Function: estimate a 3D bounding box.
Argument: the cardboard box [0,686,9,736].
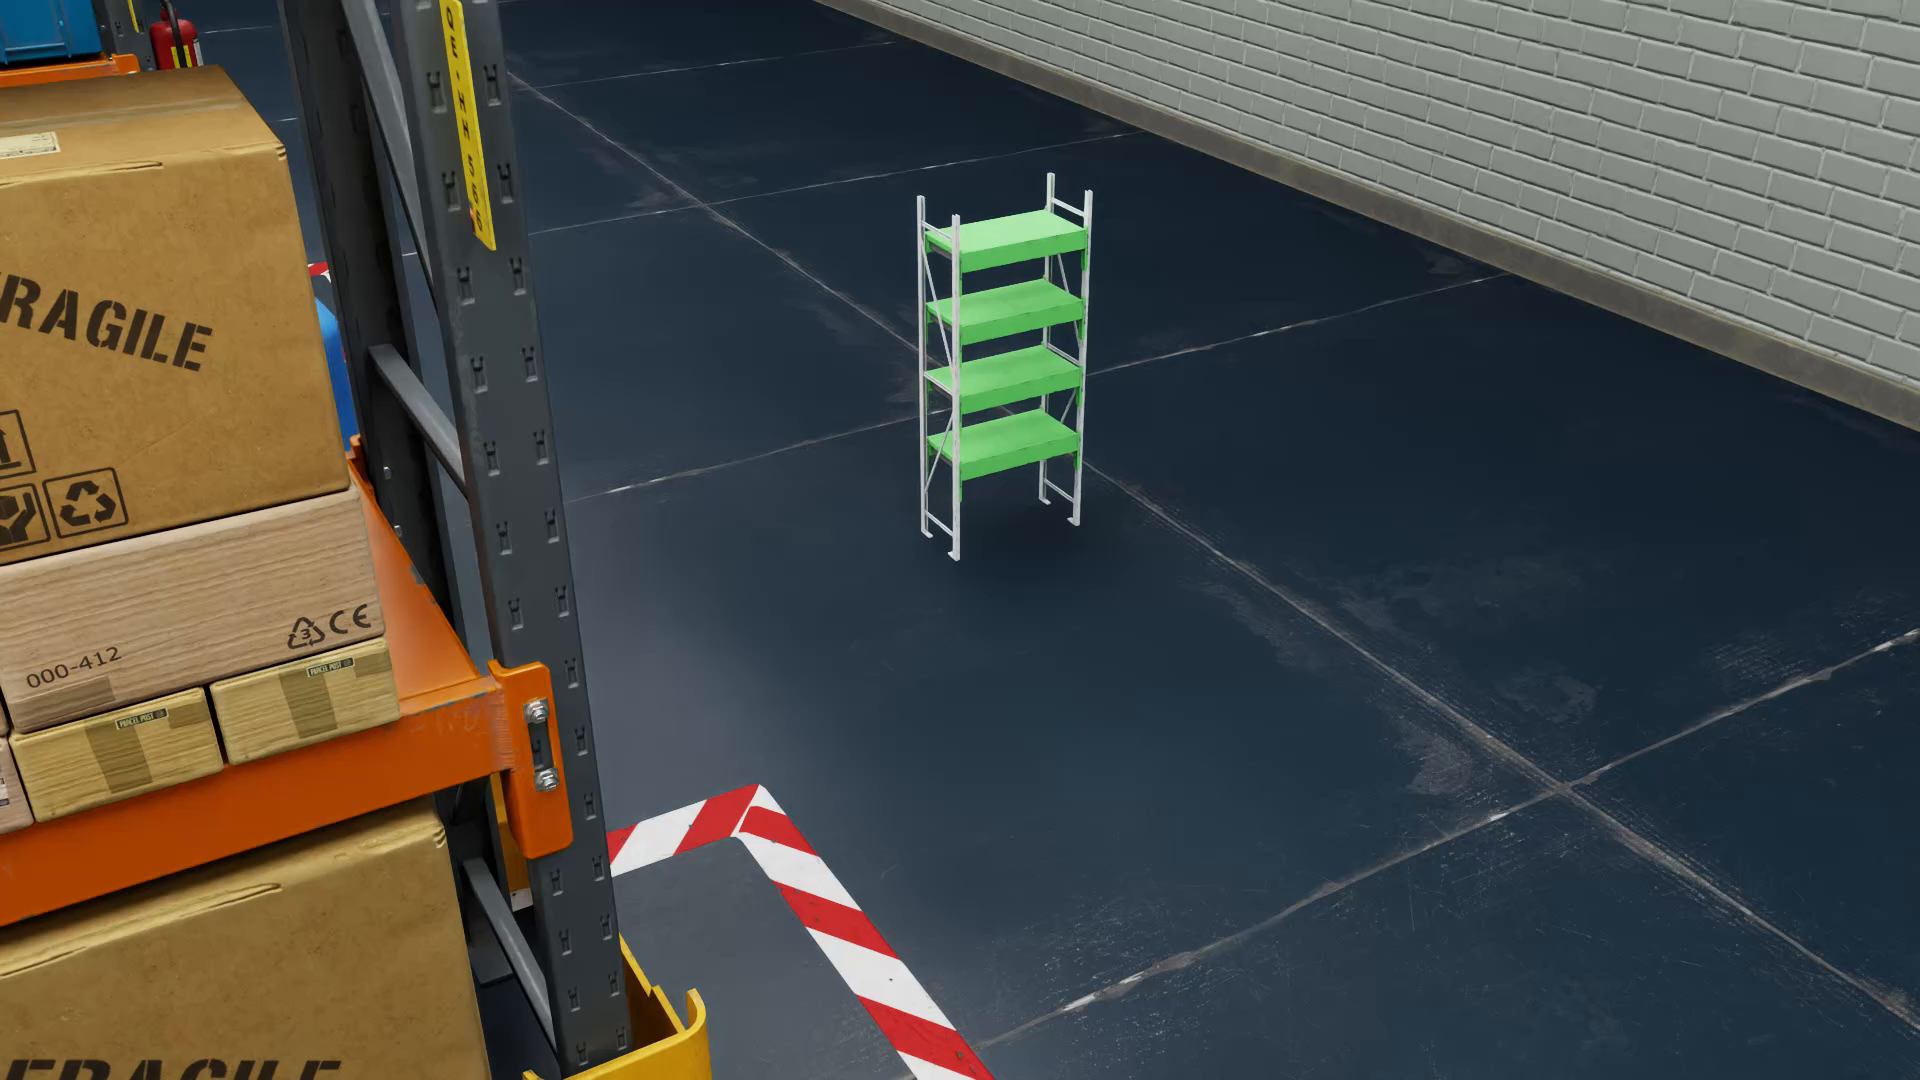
[{"bbox_3d":[-1.637,0.118,2.279,0.500,0.250,0.500,-16,33,-27],"label":"cardboard box"}]

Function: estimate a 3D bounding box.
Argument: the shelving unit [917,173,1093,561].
[{"bbox_3d":[0.143,-0.566,5.534,0.503,1.200,0.258,-16,33,-26],"label":"shelving unit"}]

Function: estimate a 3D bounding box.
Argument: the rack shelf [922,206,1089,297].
[{"bbox_3d":[0.143,-0.930,5.332,0.480,0.148,0.258,-16,33,-26],"label":"rack shelf"}]

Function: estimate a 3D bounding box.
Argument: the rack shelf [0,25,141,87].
[{"bbox_3d":[-5.149,-1.429,5.980,4.000,0.370,1.077,-16,33,-26],"label":"rack shelf"}]

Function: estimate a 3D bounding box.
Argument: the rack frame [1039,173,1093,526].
[{"bbox_3d":[0.353,-0.626,5.642,0.015,1.200,0.240,-16,33,-26],"label":"rack frame"}]

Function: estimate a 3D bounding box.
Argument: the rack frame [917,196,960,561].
[{"bbox_3d":[-0.068,-0.506,5.425,0.015,1.200,0.240,-16,33,-26],"label":"rack frame"}]

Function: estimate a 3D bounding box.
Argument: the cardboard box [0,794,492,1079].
[{"bbox_3d":[-1.427,0.766,3.022,0.875,0.875,0.875,-16,33,-26],"label":"cardboard box"}]

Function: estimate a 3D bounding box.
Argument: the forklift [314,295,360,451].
[{"bbox_3d":[-3.243,-0.758,4.090,3.031,2.935,1.130,-18,34,-29],"label":"forklift"}]

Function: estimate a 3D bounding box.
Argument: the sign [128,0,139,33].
[{"bbox_3d":[-3.132,-2.080,6.246,0.005,0.325,0.100,-16,33,-26],"label":"sign"}]

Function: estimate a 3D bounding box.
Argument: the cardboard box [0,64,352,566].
[{"bbox_3d":[-1.203,-0.335,2.323,0.500,0.500,0.500,-15,32,-26],"label":"cardboard box"}]

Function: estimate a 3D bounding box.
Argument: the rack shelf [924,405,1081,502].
[{"bbox_3d":[0.143,-0.300,5.680,0.480,0.148,0.258,-16,33,-26],"label":"rack shelf"}]

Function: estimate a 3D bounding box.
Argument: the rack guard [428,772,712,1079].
[{"bbox_3d":[-0.895,0.918,3.569,0.348,0.500,1.175,-16,33,-26],"label":"rack guard"}]

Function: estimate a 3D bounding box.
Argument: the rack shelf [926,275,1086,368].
[{"bbox_3d":[0.143,-0.720,5.448,0.480,0.148,0.258,-16,33,-26],"label":"rack shelf"}]

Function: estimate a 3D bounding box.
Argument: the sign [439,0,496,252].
[{"bbox_3d":[-0.653,-0.552,2.202,0.005,0.325,0.100,-16,33,-26],"label":"sign"}]

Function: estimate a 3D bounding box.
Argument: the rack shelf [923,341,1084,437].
[{"bbox_3d":[0.143,-0.510,5.564,0.480,0.148,0.258,-16,33,-26],"label":"rack shelf"}]

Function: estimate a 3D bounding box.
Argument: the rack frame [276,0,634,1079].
[{"bbox_3d":[-0.916,-0.171,2.955,0.127,3.000,1.000,-16,33,-26],"label":"rack frame"}]

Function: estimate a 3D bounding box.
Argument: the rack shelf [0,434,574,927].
[{"bbox_3d":[-2.640,0.634,2.241,4.000,0.370,1.077,-16,33,-26],"label":"rack shelf"}]

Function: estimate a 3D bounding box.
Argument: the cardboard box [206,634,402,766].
[{"bbox_3d":[-1.056,0.164,2.609,0.250,0.149,0.380,-15,32,-25],"label":"cardboard box"}]

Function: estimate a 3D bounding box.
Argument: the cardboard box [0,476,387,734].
[{"bbox_3d":[-1.199,-0.006,2.504,0.500,0.250,0.500,-16,33,-27],"label":"cardboard box"}]

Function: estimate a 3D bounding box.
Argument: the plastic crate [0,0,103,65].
[{"bbox_3d":[-3.619,-2.116,6.381,0.499,0.435,0.616,-16,33,-26],"label":"plastic crate"}]

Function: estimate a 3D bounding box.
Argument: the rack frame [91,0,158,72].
[{"bbox_3d":[-3.425,-2.234,6.693,0.127,3.000,1.000,-16,33,-26],"label":"rack frame"}]

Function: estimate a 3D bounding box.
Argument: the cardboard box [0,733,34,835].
[{"bbox_3d":[-1.497,0.289,2.381,0.250,0.149,0.380,-16,33,-26],"label":"cardboard box"}]

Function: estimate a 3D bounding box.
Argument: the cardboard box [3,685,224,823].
[{"bbox_3d":[-1.279,0.228,2.492,0.250,0.149,0.380,-15,32,-26],"label":"cardboard box"}]
